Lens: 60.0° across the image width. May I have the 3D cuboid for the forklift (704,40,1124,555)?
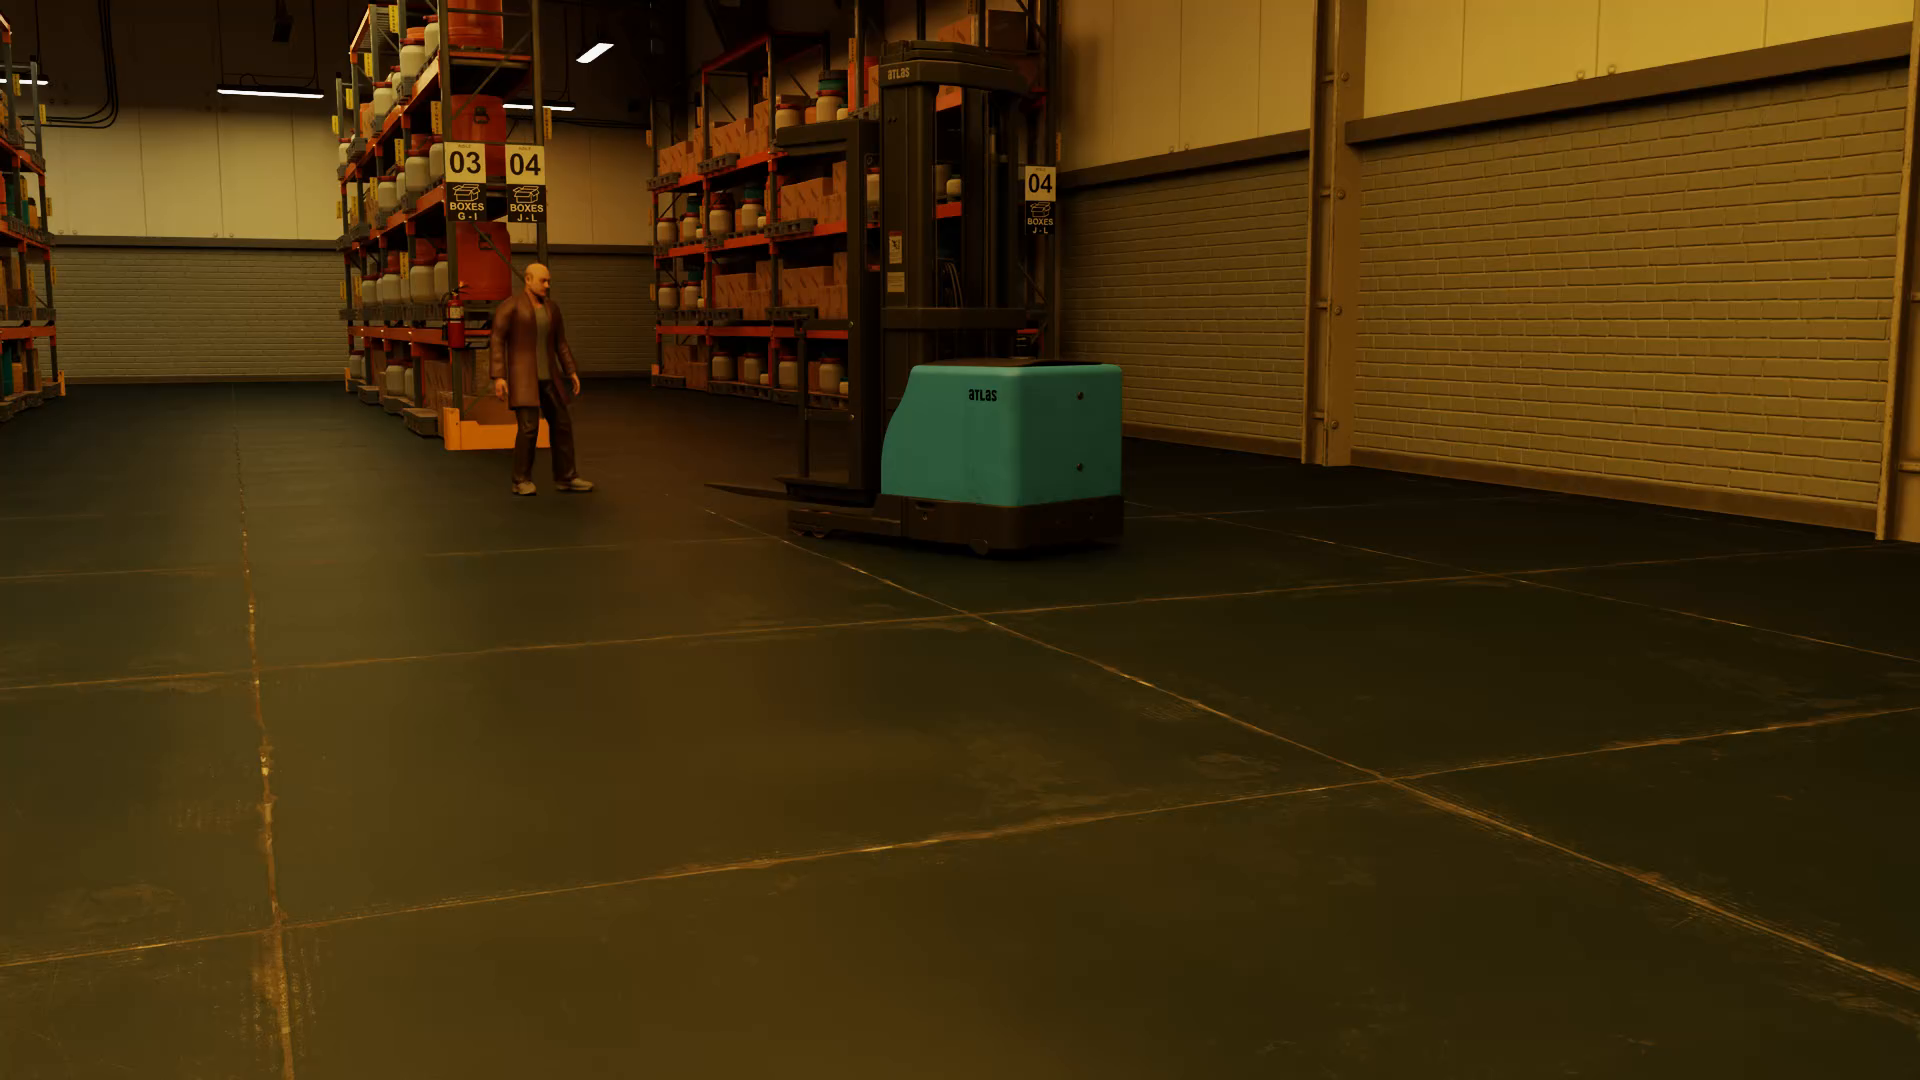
[{"bbox_3d":[-0.436,-1.509,10.383,3.031,2.935,1.130,7,10,44],"label":"forklift"}]

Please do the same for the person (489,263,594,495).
[{"bbox_3d":[-3.236,-1.237,12.793,0.435,1.765,0.775,6,9,37],"label":"person"}]
